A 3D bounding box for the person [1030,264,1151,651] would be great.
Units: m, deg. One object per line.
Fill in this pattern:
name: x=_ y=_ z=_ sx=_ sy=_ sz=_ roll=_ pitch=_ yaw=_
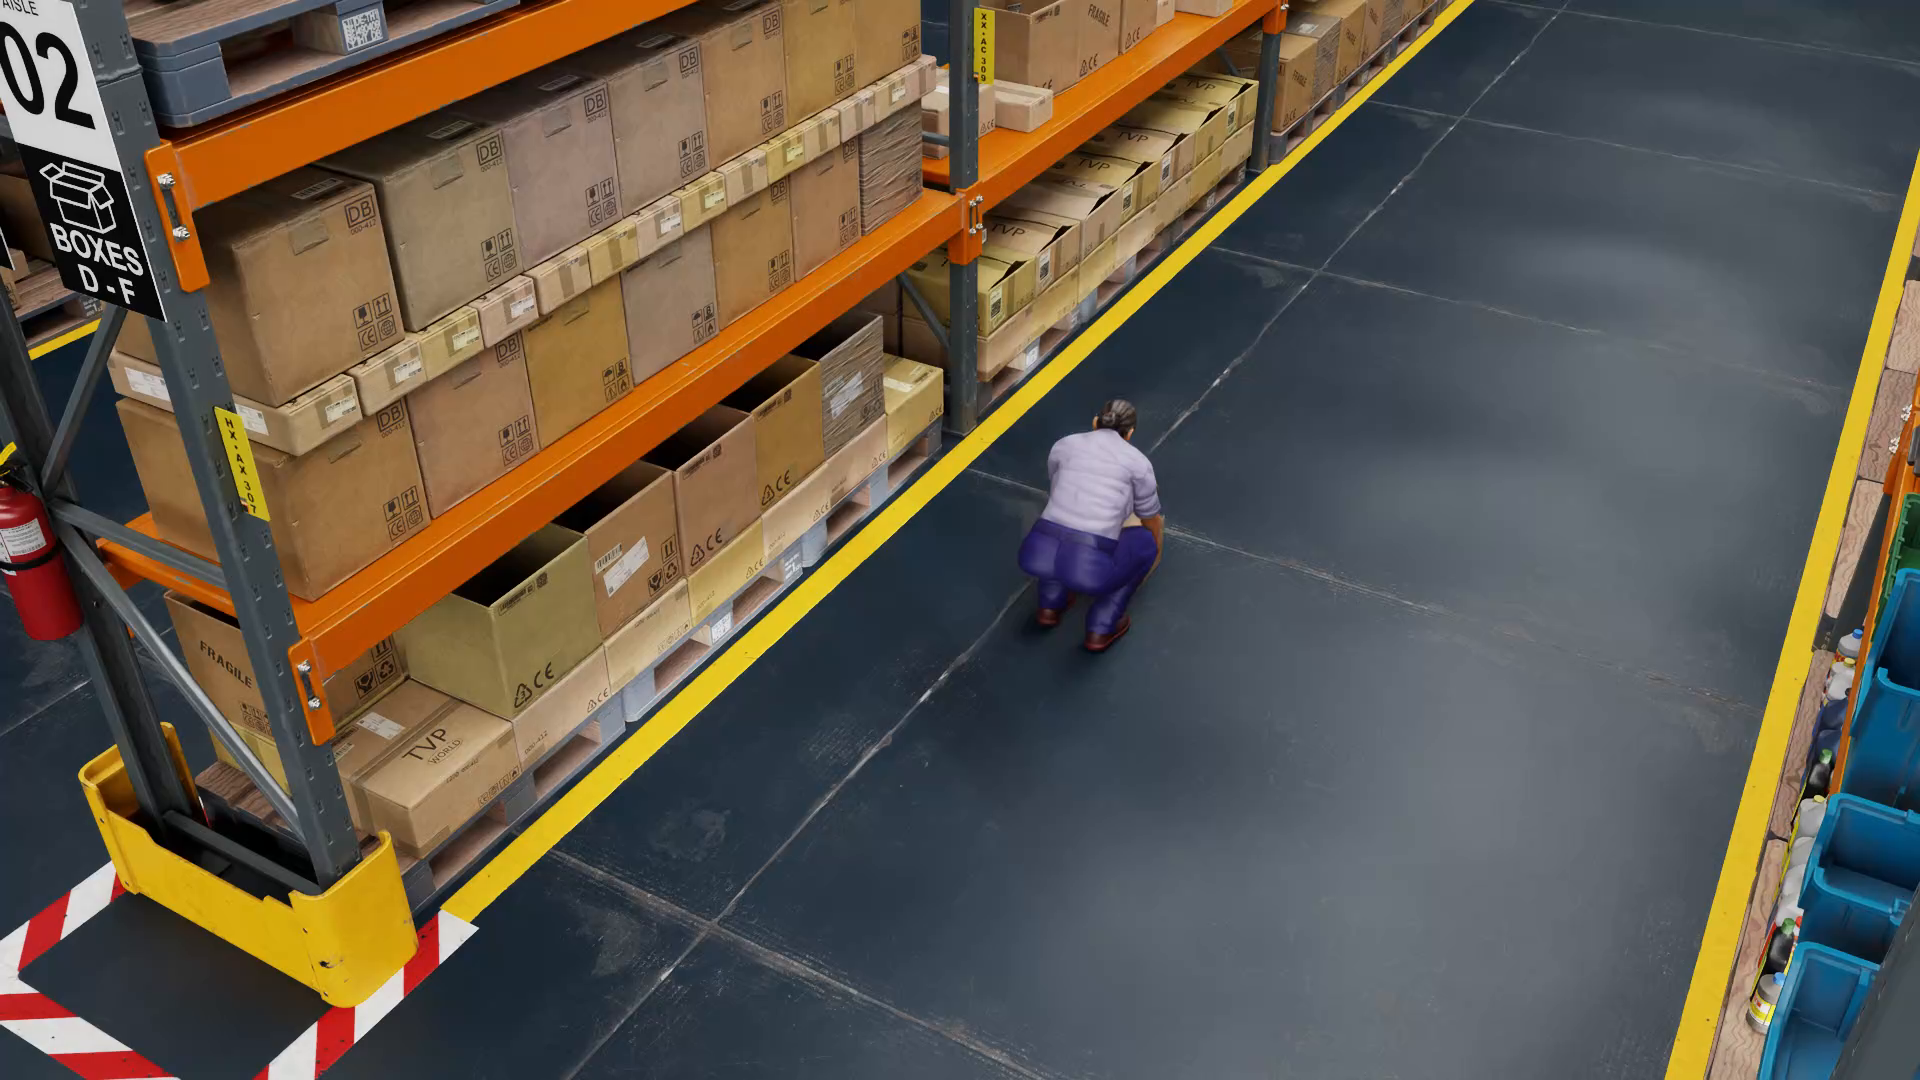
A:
person: x=0.524 y=-0.341 z=6.675 sx=0.435 sy=1.635 sz=0.551 roll=17 pitch=38 yaw=23
